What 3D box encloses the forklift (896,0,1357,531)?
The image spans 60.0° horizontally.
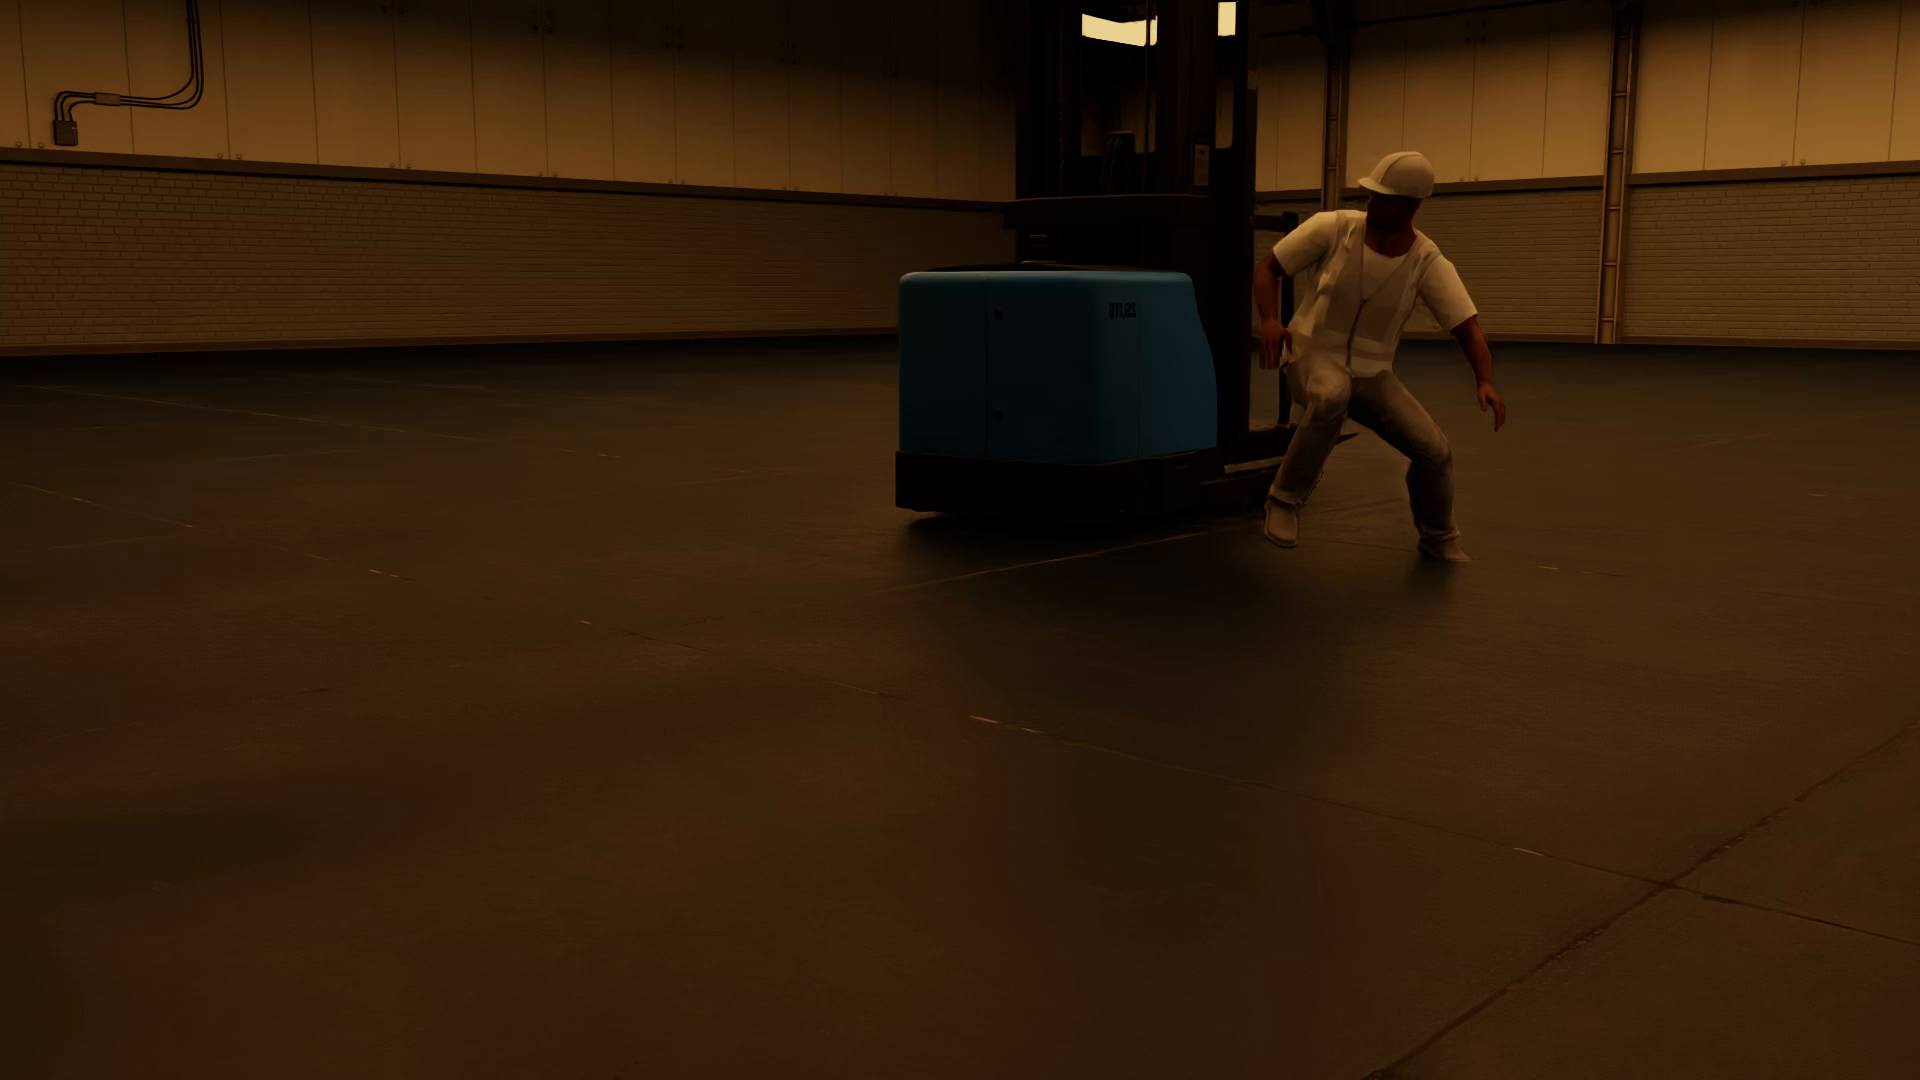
[{"bbox_3d":[1.001,-1.658,7.887,1.130,2.935,3.031,6,11,36],"label":"forklift"}]

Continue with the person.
[{"bbox_3d":[1.510,-0.641,6.106,0.836,1.527,0.682,-1,9,-4],"label":"person"}]
